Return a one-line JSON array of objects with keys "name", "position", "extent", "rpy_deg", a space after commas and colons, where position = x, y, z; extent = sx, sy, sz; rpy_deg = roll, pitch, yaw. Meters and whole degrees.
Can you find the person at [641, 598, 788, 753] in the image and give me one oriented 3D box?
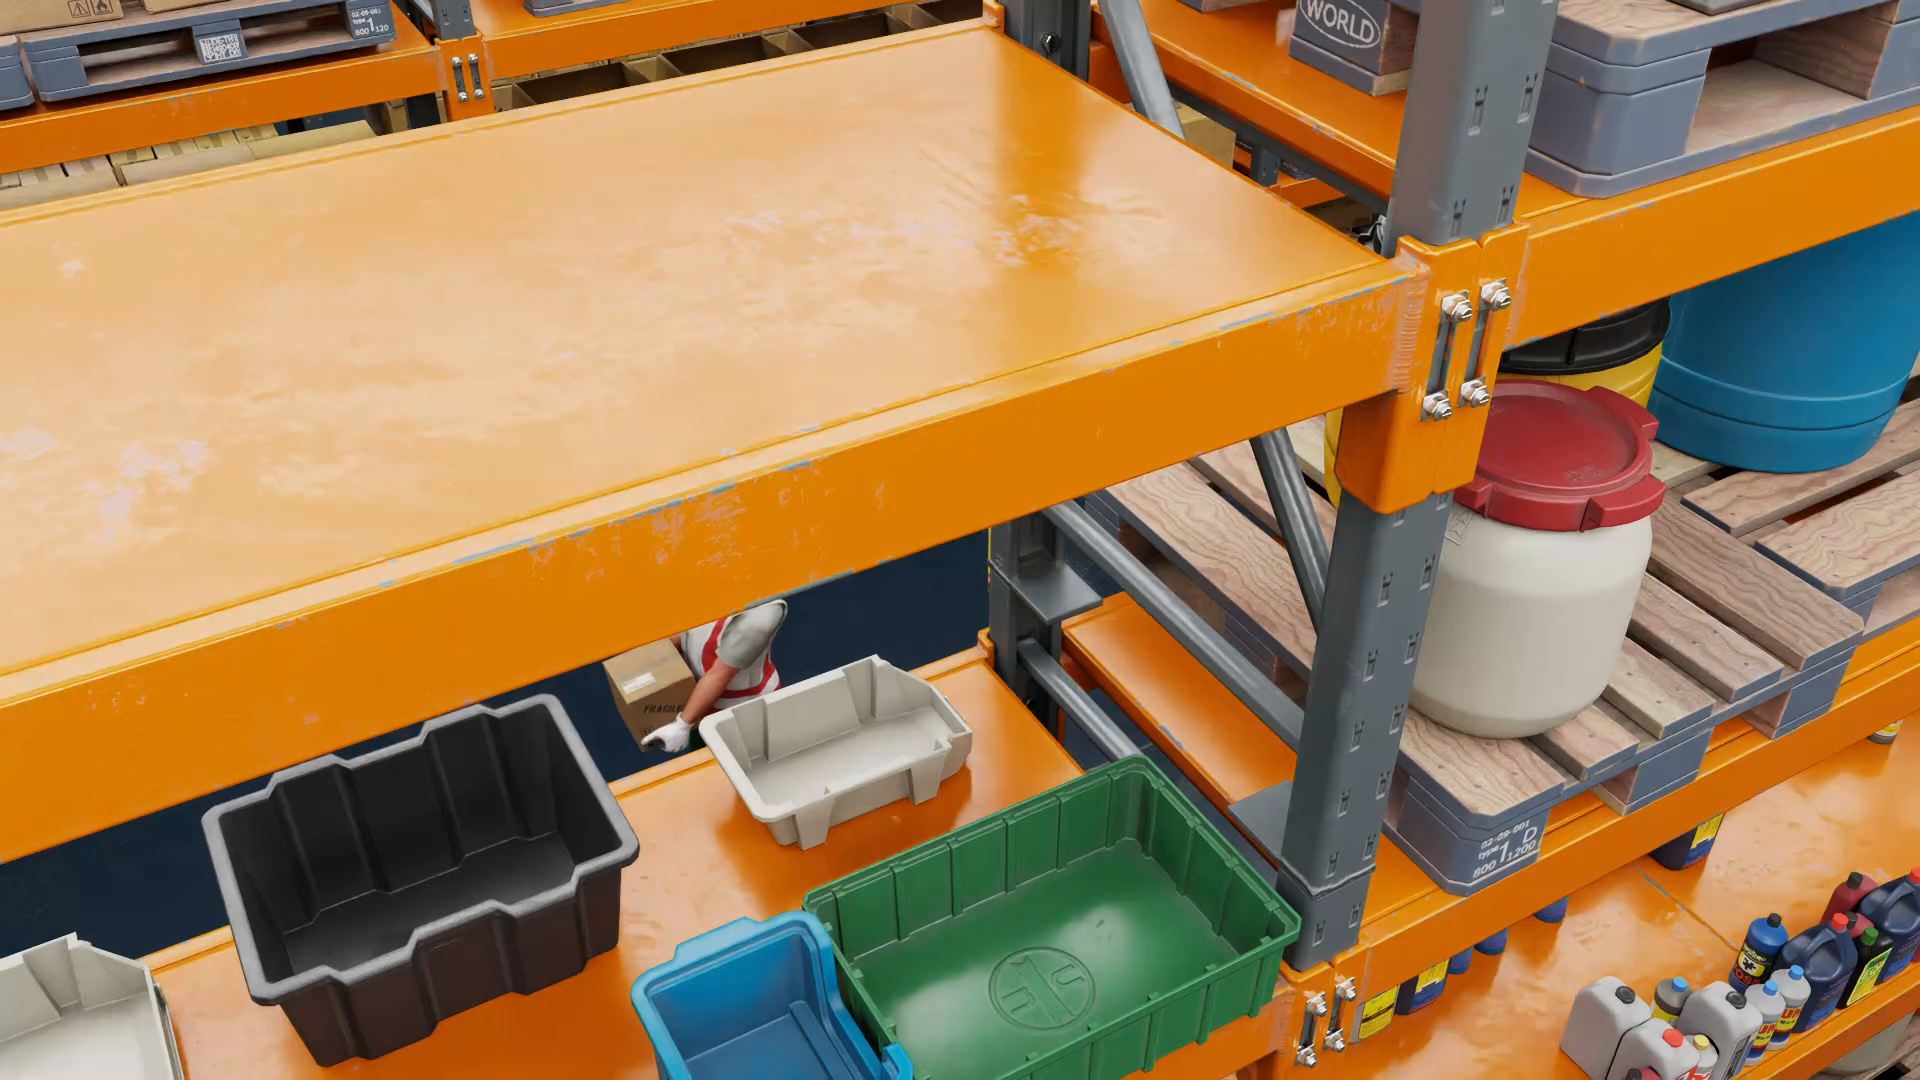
[{"name": "person", "position": [-0.922, 0.635, 6.056], "extent": [0.570, 1.782, 0.493], "rpy_deg": [-18, 40, -23]}]
